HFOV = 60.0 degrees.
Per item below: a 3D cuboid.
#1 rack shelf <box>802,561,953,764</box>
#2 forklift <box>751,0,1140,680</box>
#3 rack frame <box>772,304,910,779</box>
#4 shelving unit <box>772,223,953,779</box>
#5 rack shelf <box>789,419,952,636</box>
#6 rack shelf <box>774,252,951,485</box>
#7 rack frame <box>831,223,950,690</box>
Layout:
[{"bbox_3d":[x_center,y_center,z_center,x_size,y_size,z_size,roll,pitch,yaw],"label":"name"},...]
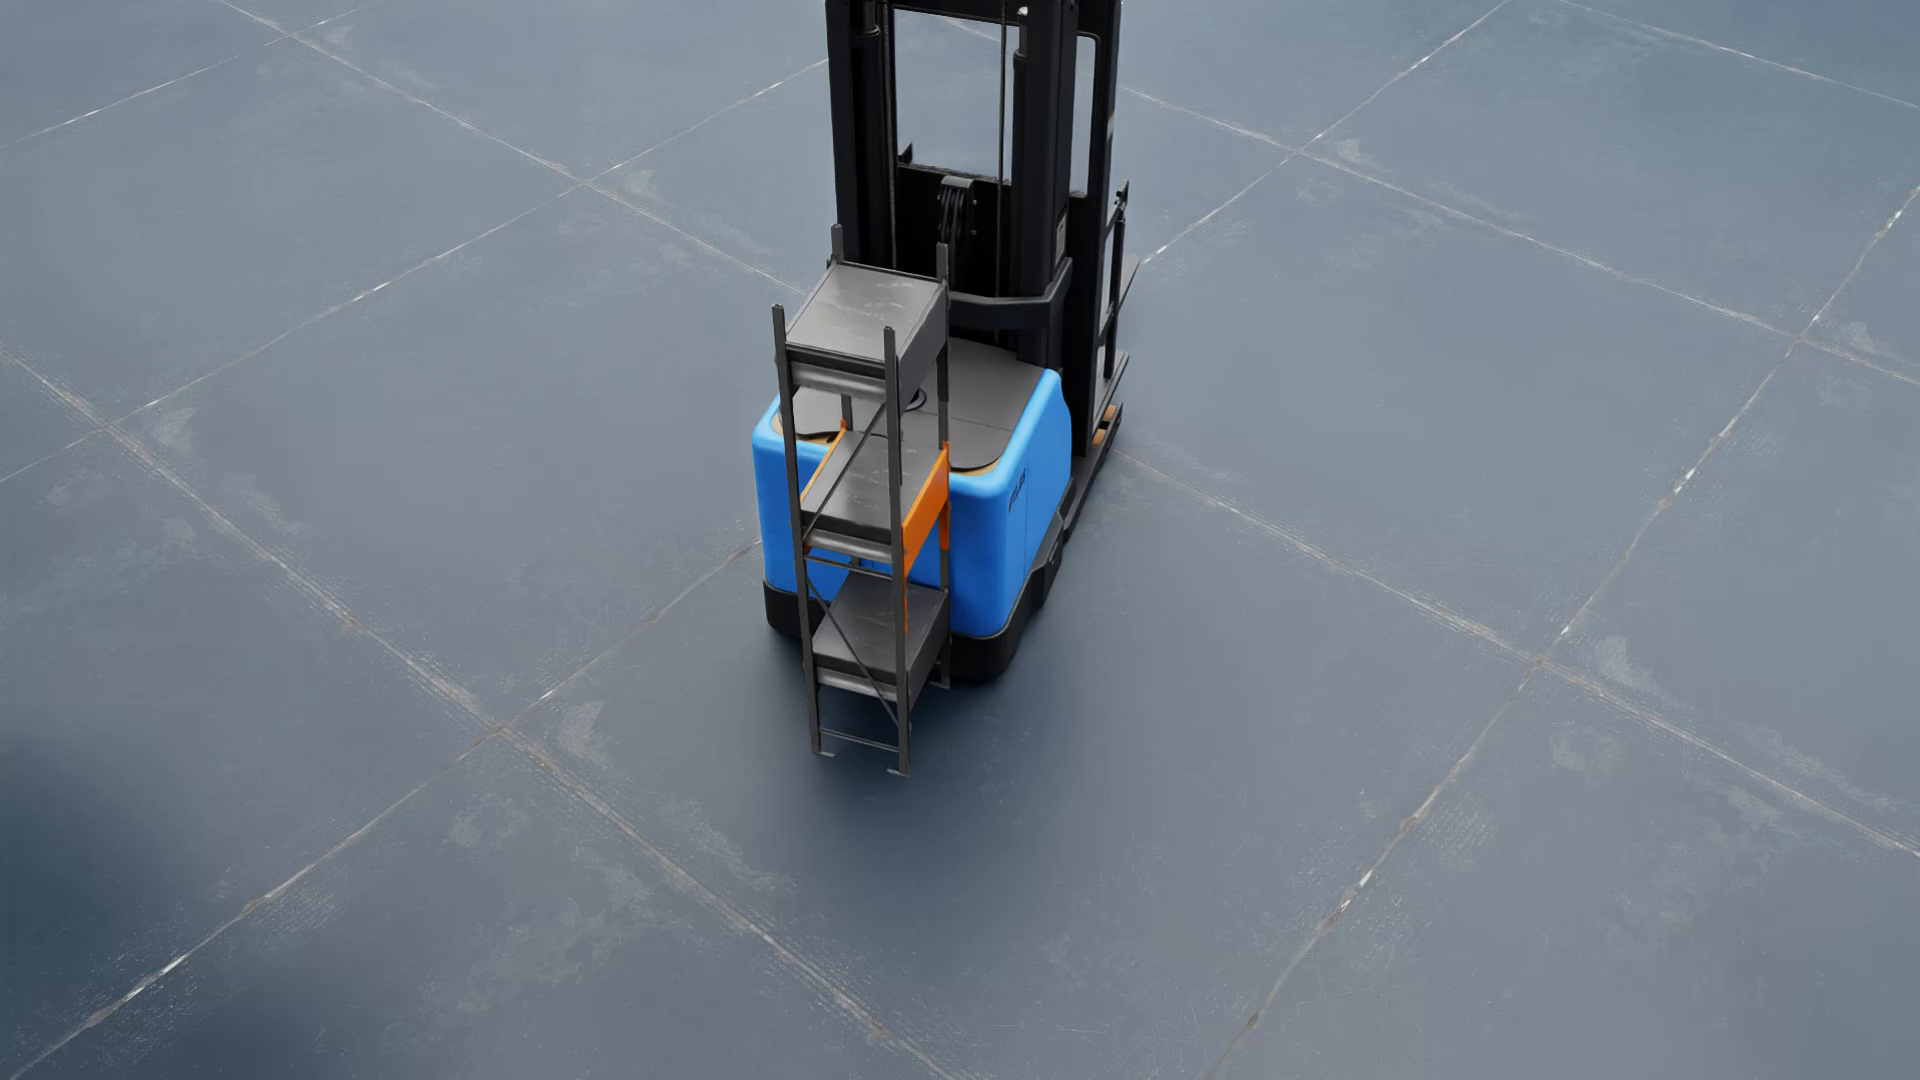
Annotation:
[{"bbox_3d":[-0.309,0.470,6.416,0.431,0.518,0.480,13,44,14],"label":"rack shelf"},{"bbox_3d":[0.140,-1.523,6.929,1.130,2.935,3.031,13,44,14],"label":"forklift"},{"bbox_3d":[-0.386,0.097,5.764,0.400,2.100,0.015,13,44,14],"label":"rack frame"},{"bbox_3d":[-0.309,-0.058,5.936,0.431,2.100,0.503,13,44,14],"label":"shelving unit"},{"bbox_3d":[-0.309,-0.048,5.945,0.431,0.518,0.480,13,44,14],"label":"rack shelf"},{"bbox_3d":[-0.309,-0.566,5.474,0.431,0.518,0.480,13,44,14],"label":"rack shelf"},{"bbox_3d":[-0.231,-0.214,6.107,0.400,2.100,0.015,13,44,14],"label":"rack frame"}]
